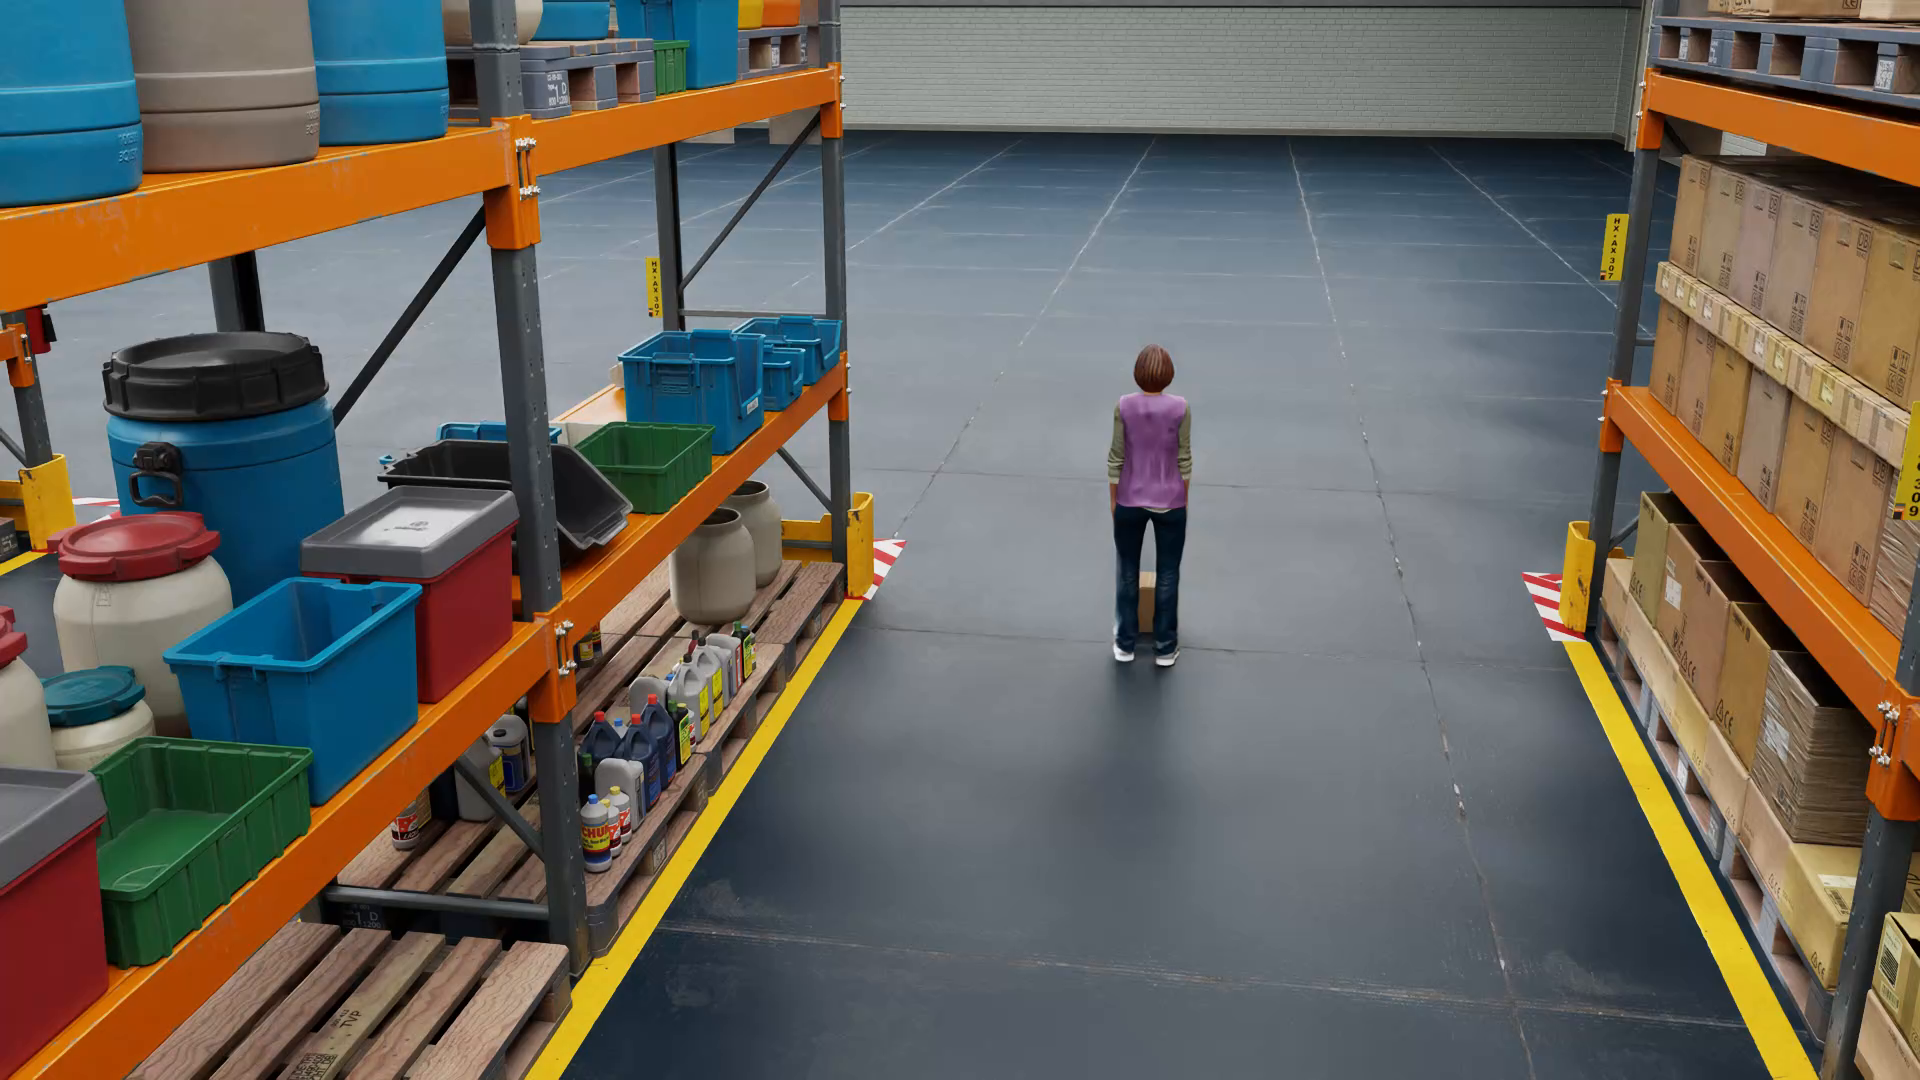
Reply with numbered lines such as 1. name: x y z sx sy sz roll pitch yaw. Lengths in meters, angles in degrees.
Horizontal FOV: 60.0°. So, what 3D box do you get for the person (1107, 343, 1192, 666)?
1. person: 0.920 -0.161 8.087 0.397 1.582 0.316 3 18 10
